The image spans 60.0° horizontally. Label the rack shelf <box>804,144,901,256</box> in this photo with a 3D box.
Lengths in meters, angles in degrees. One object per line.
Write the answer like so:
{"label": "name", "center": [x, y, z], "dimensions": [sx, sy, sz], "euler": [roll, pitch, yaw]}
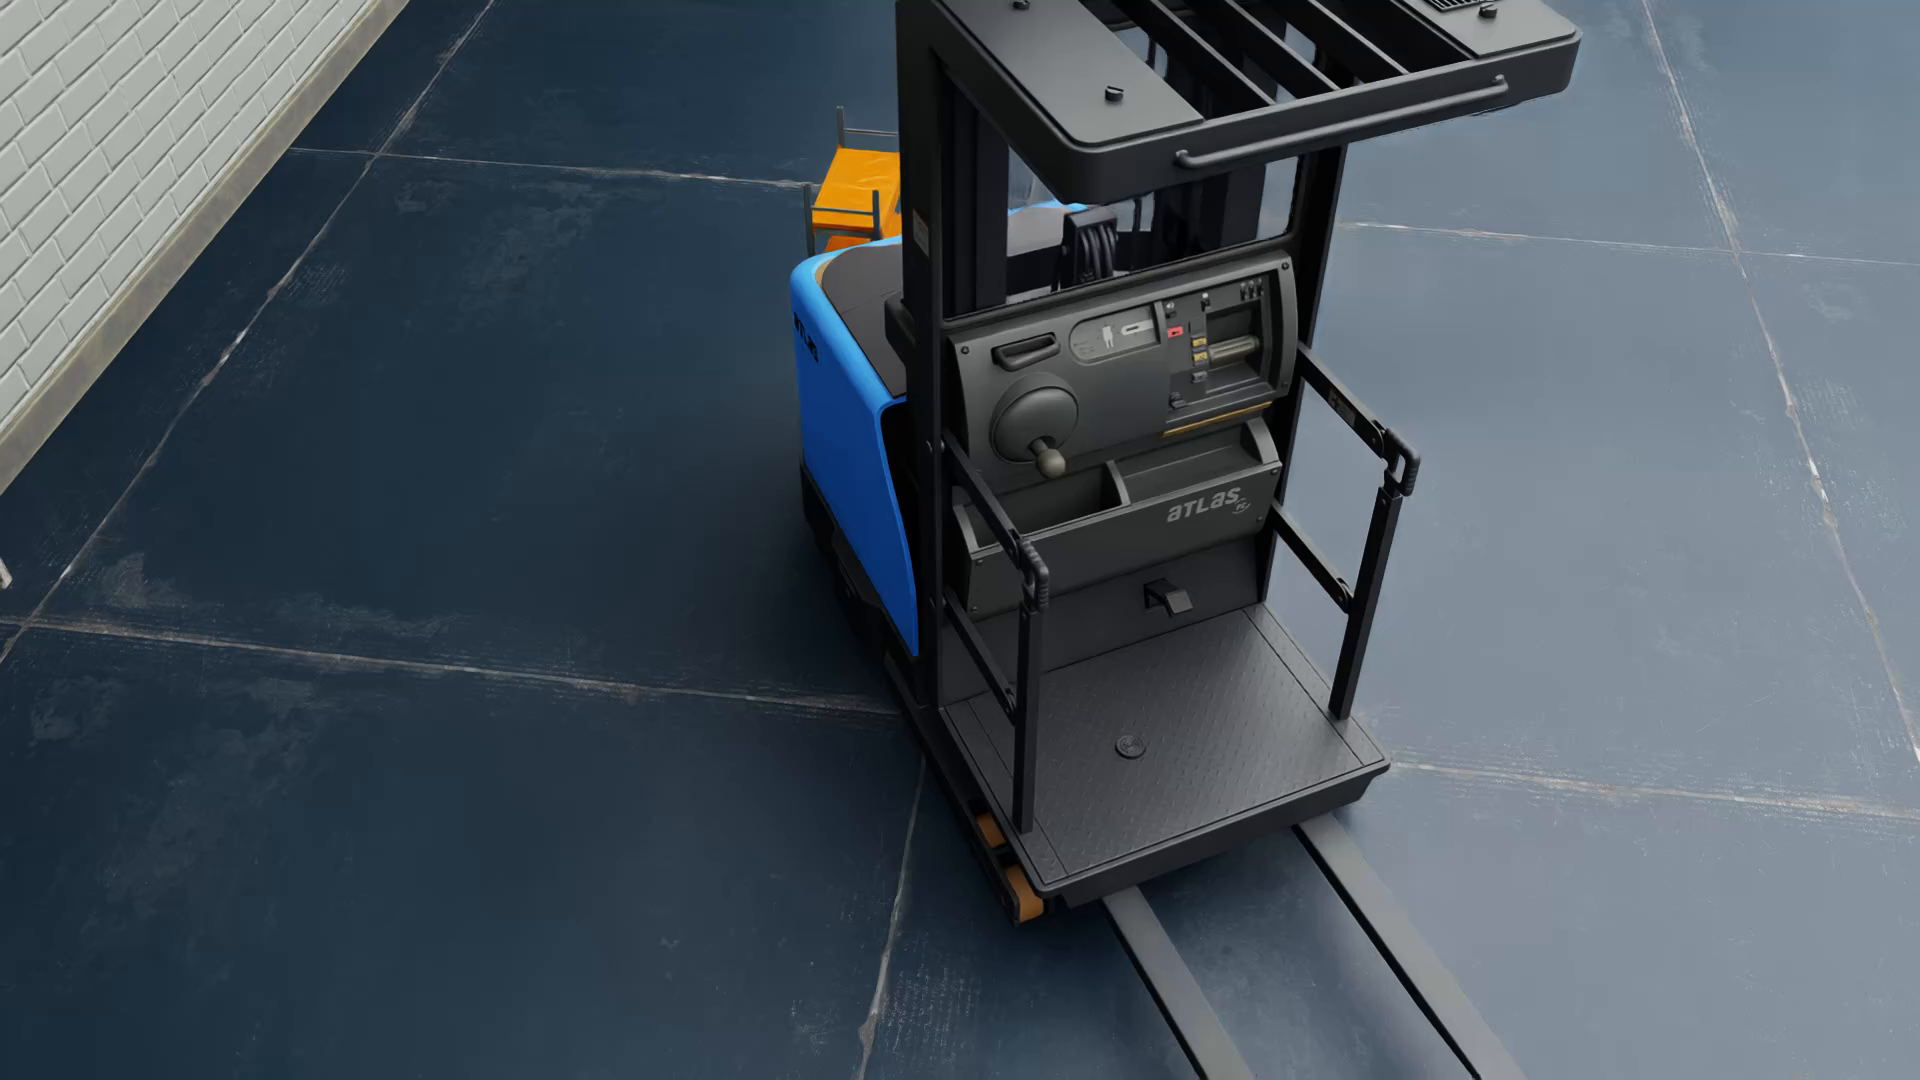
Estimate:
{"label": "rack shelf", "center": [-0.330, -1.108, 5.476], "dimensions": [0.258, 0.148, 0.480], "euler": [6, 44, 7]}

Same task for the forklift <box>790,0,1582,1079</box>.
{"label": "forklift", "center": [0.512, -0.345, 3.983], "dimensions": [1.130, 2.935, 3.031], "euler": [-17, 46, -17]}

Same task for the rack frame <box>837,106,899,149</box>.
{"label": "rack frame", "center": [-0.290, -0.988, 5.921], "dimensions": [0.240, 1.200, 0.015], "euler": [6, 44, 7]}

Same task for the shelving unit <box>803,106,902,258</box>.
{"label": "shelving unit", "center": [-0.330, -0.822, 5.746], "dimensions": [0.258, 1.200, 0.503], "euler": [6, 44, 7]}

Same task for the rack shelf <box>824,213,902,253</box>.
{"label": "rack shelf", "center": [-0.330, -0.936, 5.638], "dimensions": [0.258, 0.148, 0.480], "euler": [6, 44, 7]}

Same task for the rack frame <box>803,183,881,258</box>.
{"label": "rack frame", "center": [-0.369, -0.657, 5.571], "dimensions": [0.240, 1.200, 0.015], "euler": [6, 44, 7]}
